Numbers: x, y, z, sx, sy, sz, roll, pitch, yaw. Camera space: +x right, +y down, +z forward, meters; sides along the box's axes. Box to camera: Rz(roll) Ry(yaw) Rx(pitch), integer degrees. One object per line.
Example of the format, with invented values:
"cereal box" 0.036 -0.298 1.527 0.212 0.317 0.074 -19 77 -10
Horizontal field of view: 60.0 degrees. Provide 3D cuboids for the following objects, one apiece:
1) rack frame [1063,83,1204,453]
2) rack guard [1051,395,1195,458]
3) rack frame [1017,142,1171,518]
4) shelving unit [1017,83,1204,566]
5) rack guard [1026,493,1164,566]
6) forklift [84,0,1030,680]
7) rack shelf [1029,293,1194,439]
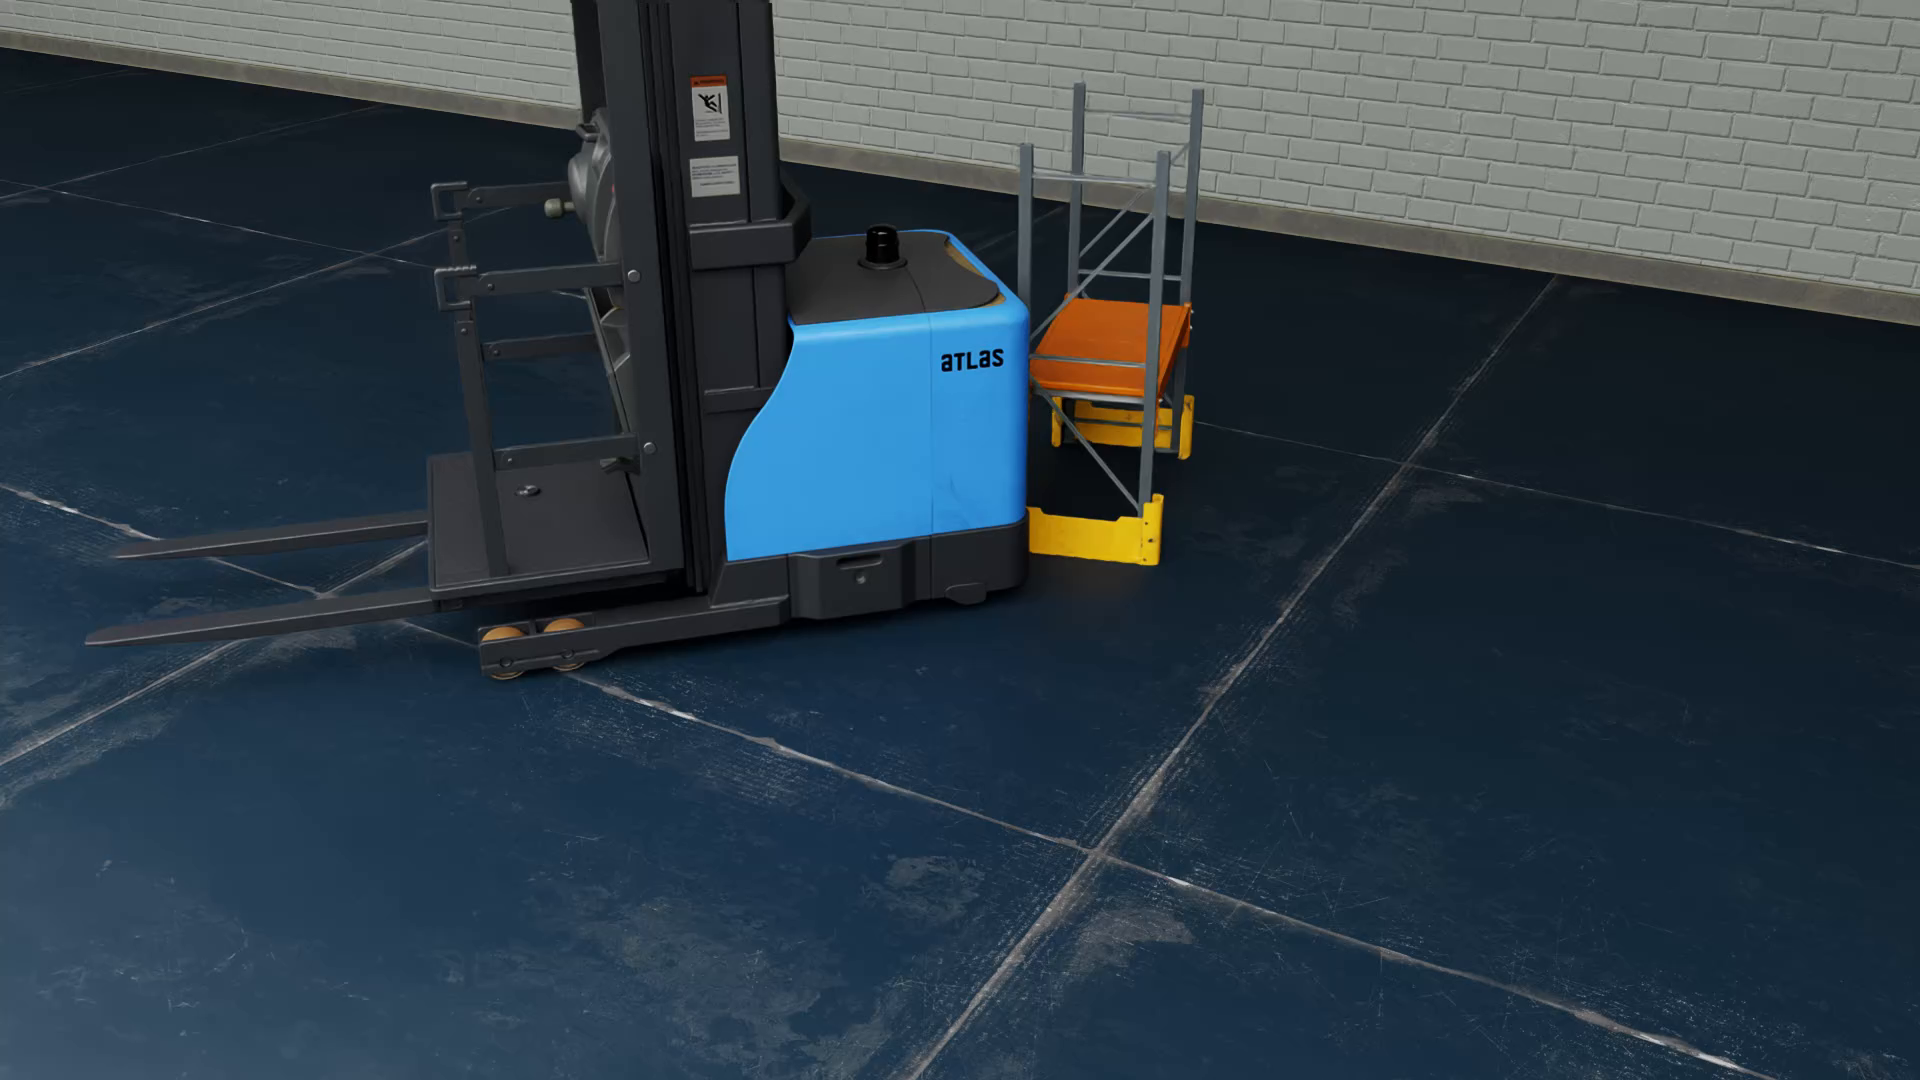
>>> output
"rack frame" 0.684 -1.066 6.704 0.500 1.500 0.032 6 27 12
"rack guard" 0.679 -0.499 6.967 0.587 0.250 0.087 6 27 12
"rack frame" 0.445 -0.624 5.820 0.500 1.500 0.032 6 27 12
"shelving unit" 0.562 -0.841 6.254 0.587 1.500 1.083 6 27 12
"rack guard" 0.445 -0.065 6.101 0.587 0.250 0.087 6 27 12
"forklift" -1.334 -1.125 5.224 3.031 2.935 1.130 -8 28 -15
"rack shelf" 0.564 -0.684 6.343 0.538 0.185 1.000 6 27 12
